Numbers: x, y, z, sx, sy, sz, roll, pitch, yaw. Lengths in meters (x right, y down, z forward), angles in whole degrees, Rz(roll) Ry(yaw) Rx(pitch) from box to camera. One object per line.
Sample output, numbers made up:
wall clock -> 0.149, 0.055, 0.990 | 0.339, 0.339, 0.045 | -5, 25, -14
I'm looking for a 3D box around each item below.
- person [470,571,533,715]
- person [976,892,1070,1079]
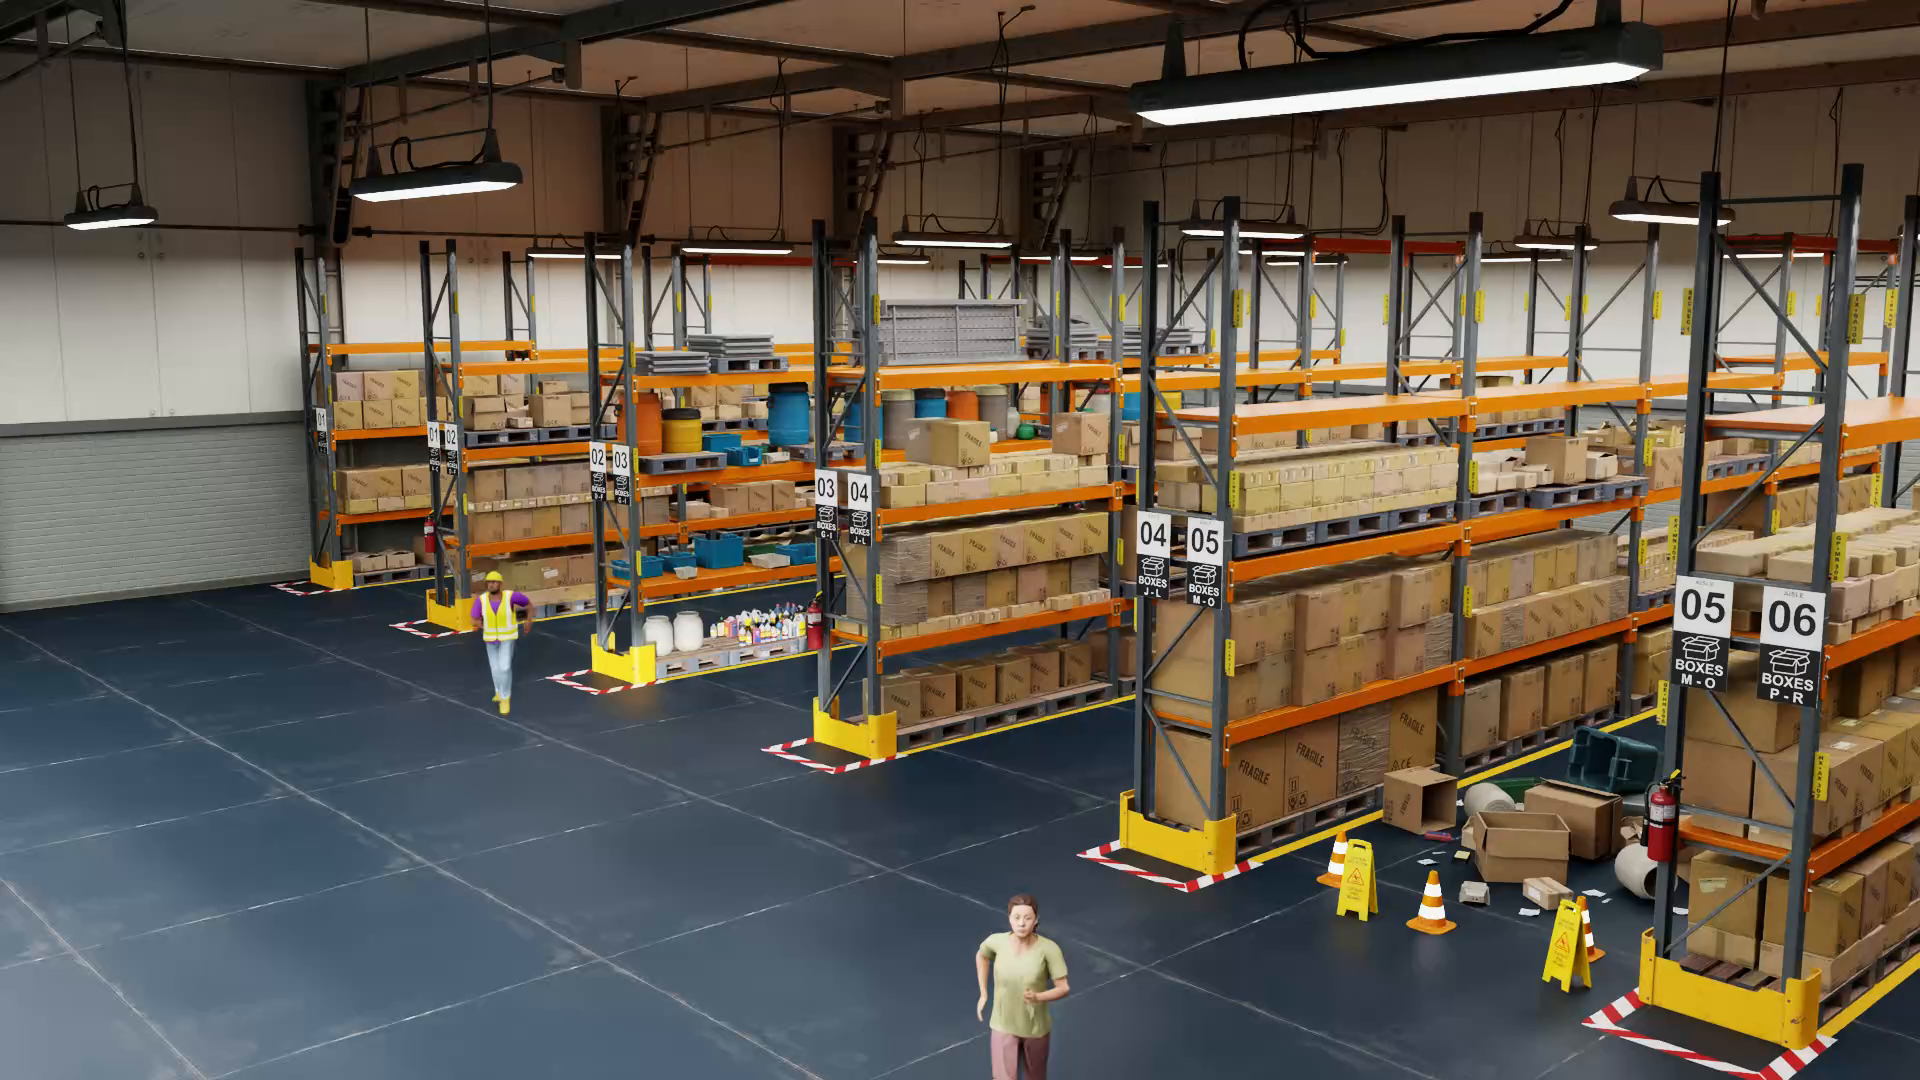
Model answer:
person -> -5.724, 1.266, 20.753 | 0.711, 1.795, 0.884 | 0, 8, 0
person -> 0.365, 2.906, 9.802 | 0.555, 1.709, 0.845 | 0, 8, 3
